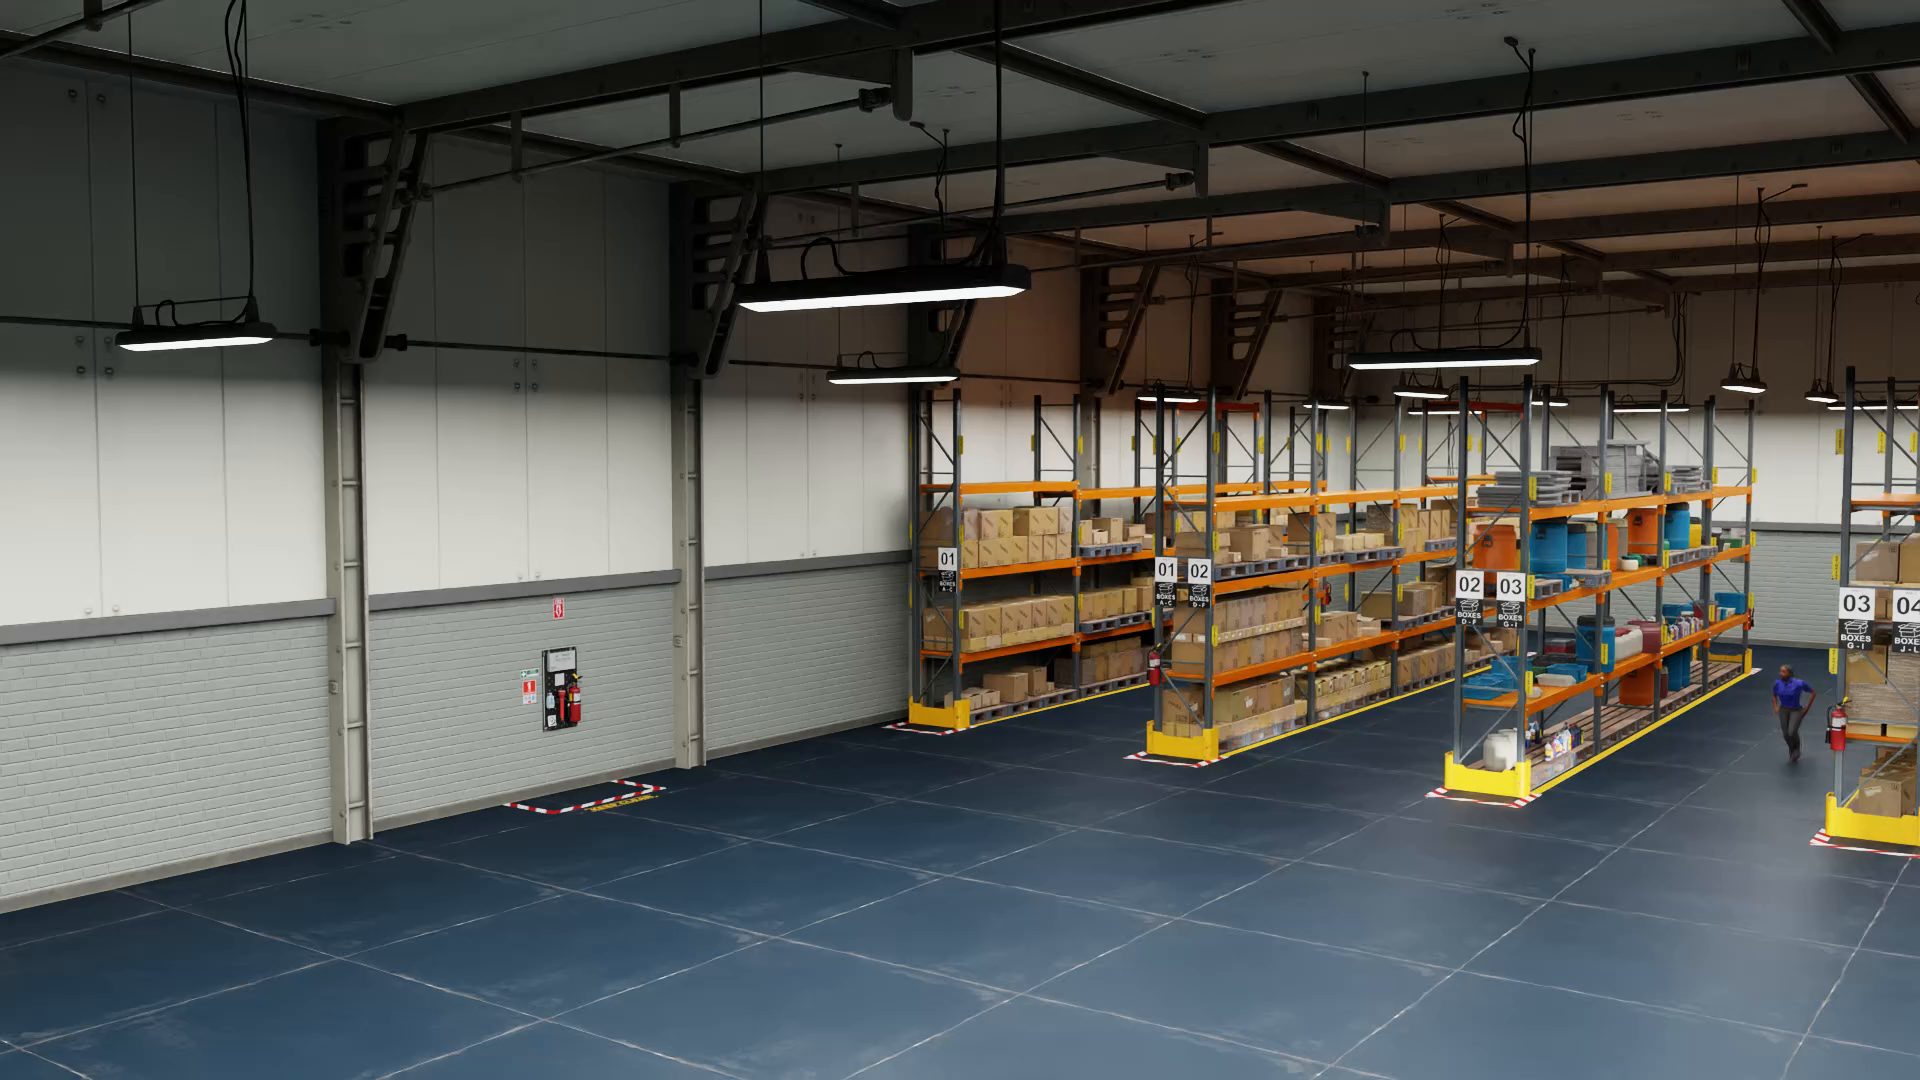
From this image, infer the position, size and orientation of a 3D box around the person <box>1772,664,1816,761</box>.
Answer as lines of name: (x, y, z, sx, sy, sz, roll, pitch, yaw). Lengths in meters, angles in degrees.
person: (13.141, 2.728, 26.194, 0.631, 1.568, 0.723, 3, 5, 45)
